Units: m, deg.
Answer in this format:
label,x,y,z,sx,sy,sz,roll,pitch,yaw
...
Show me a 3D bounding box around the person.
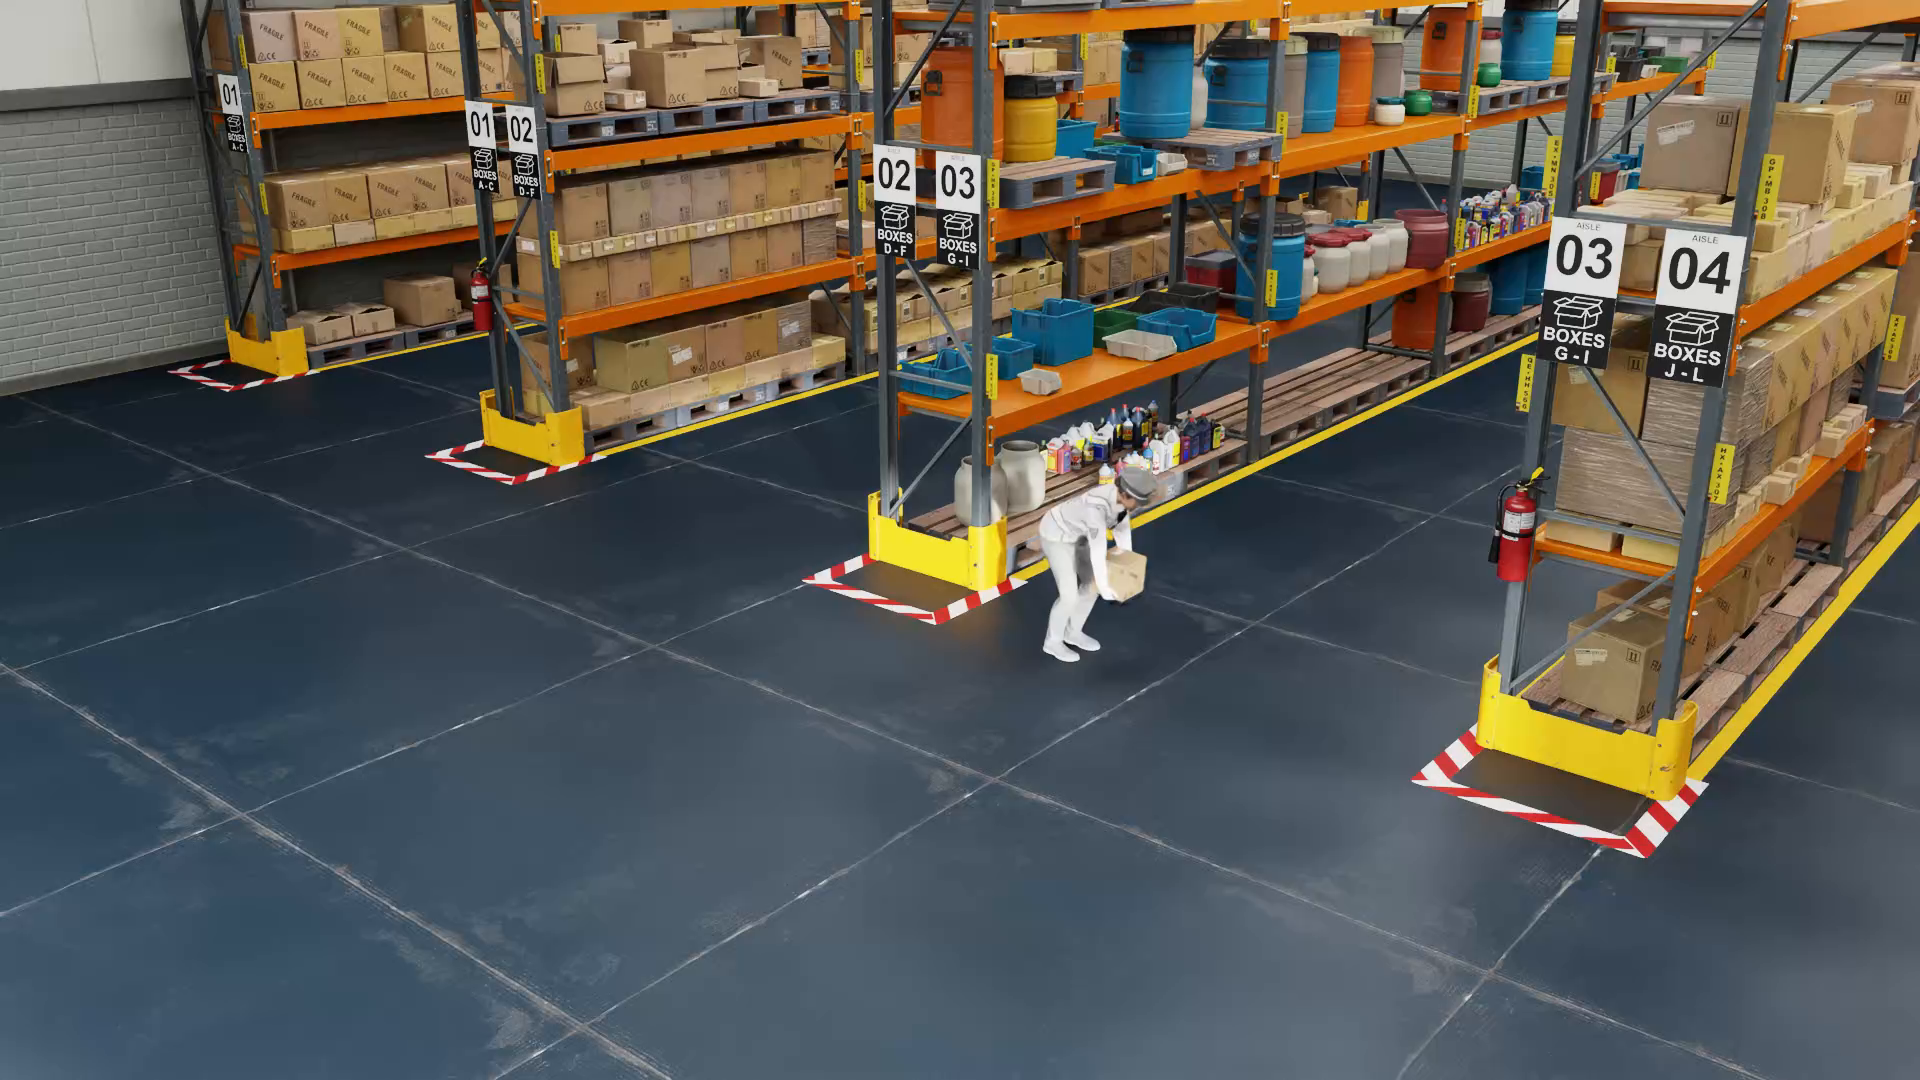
label,x,y,z,sx,sy,sz,roll,pitch,yaw
person,0.915,0.147,11.075,0.826,1.395,0.416,15,25,35
